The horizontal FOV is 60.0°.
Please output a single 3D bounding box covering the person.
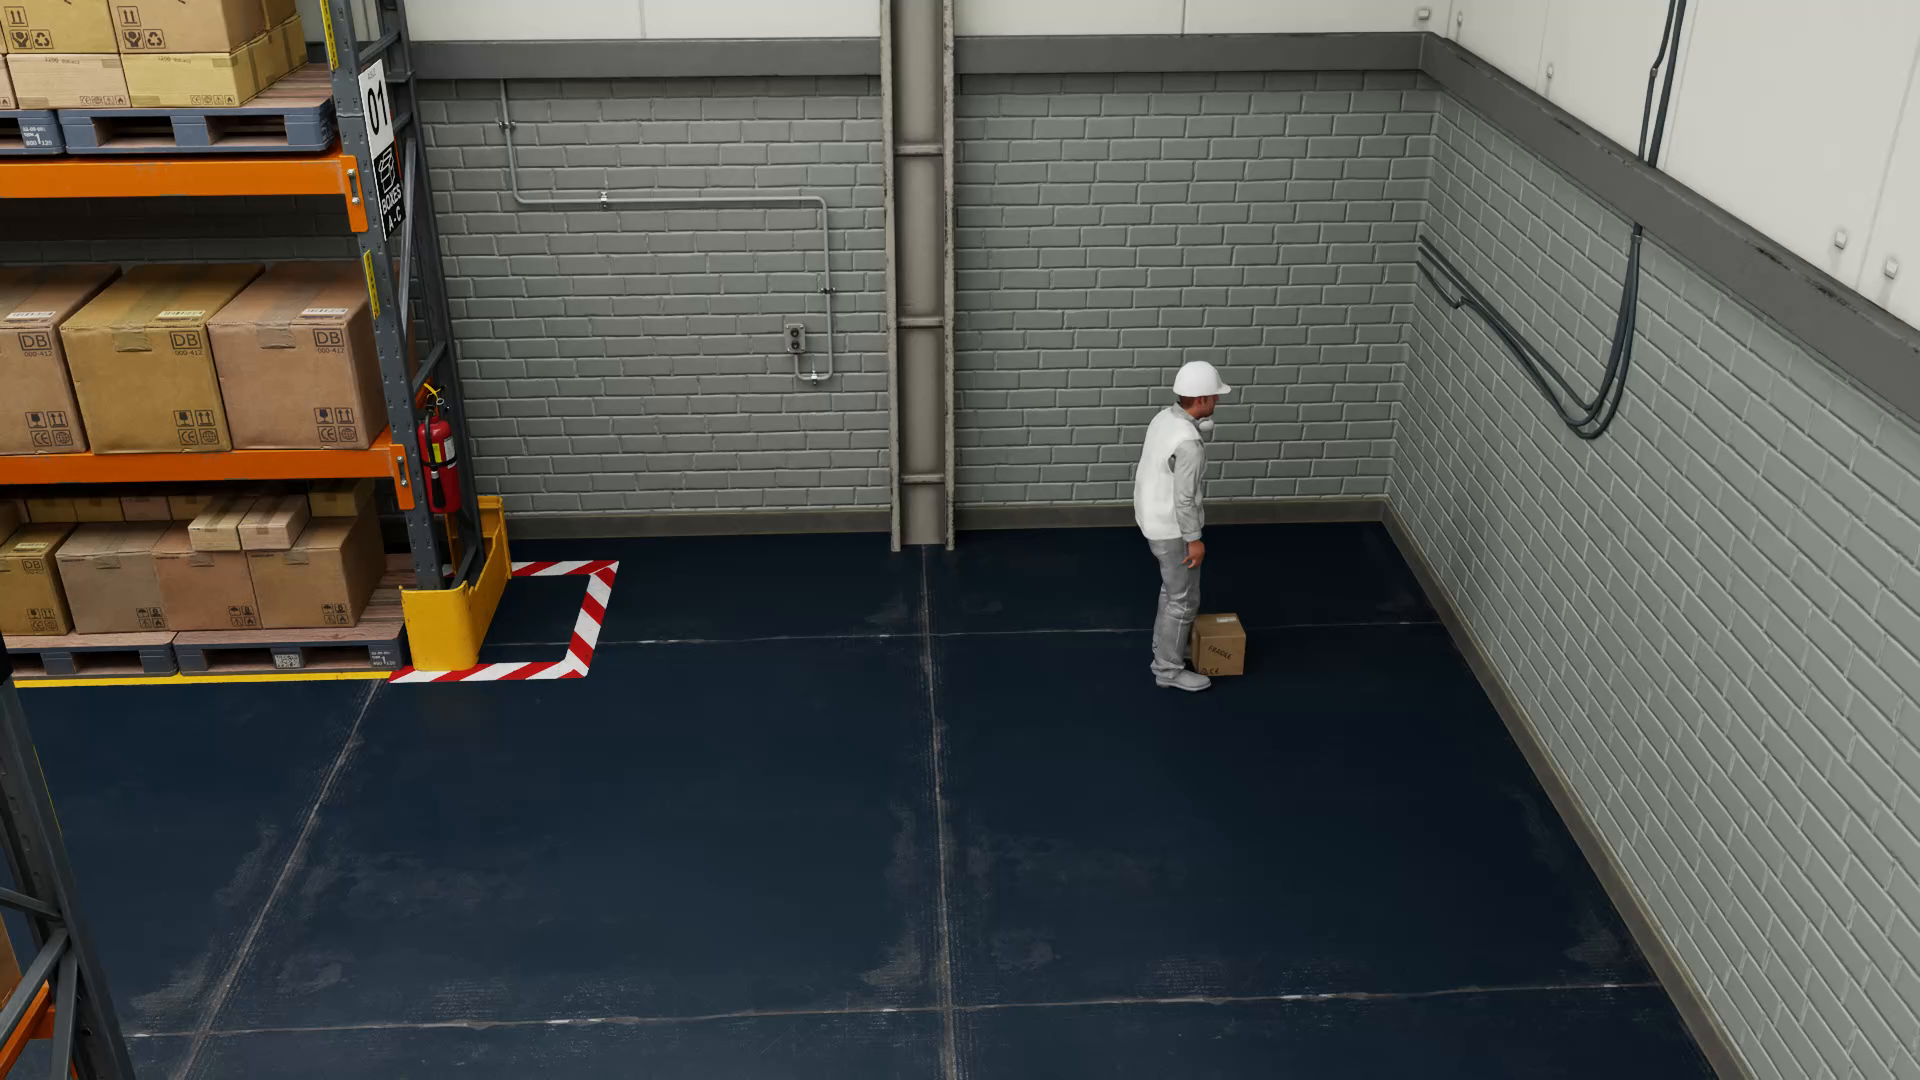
[{"bbox_3d":[1.156,-0.095,8.774,0.474,1.771,0.593,-3,28,-6],"label":"person"}]
